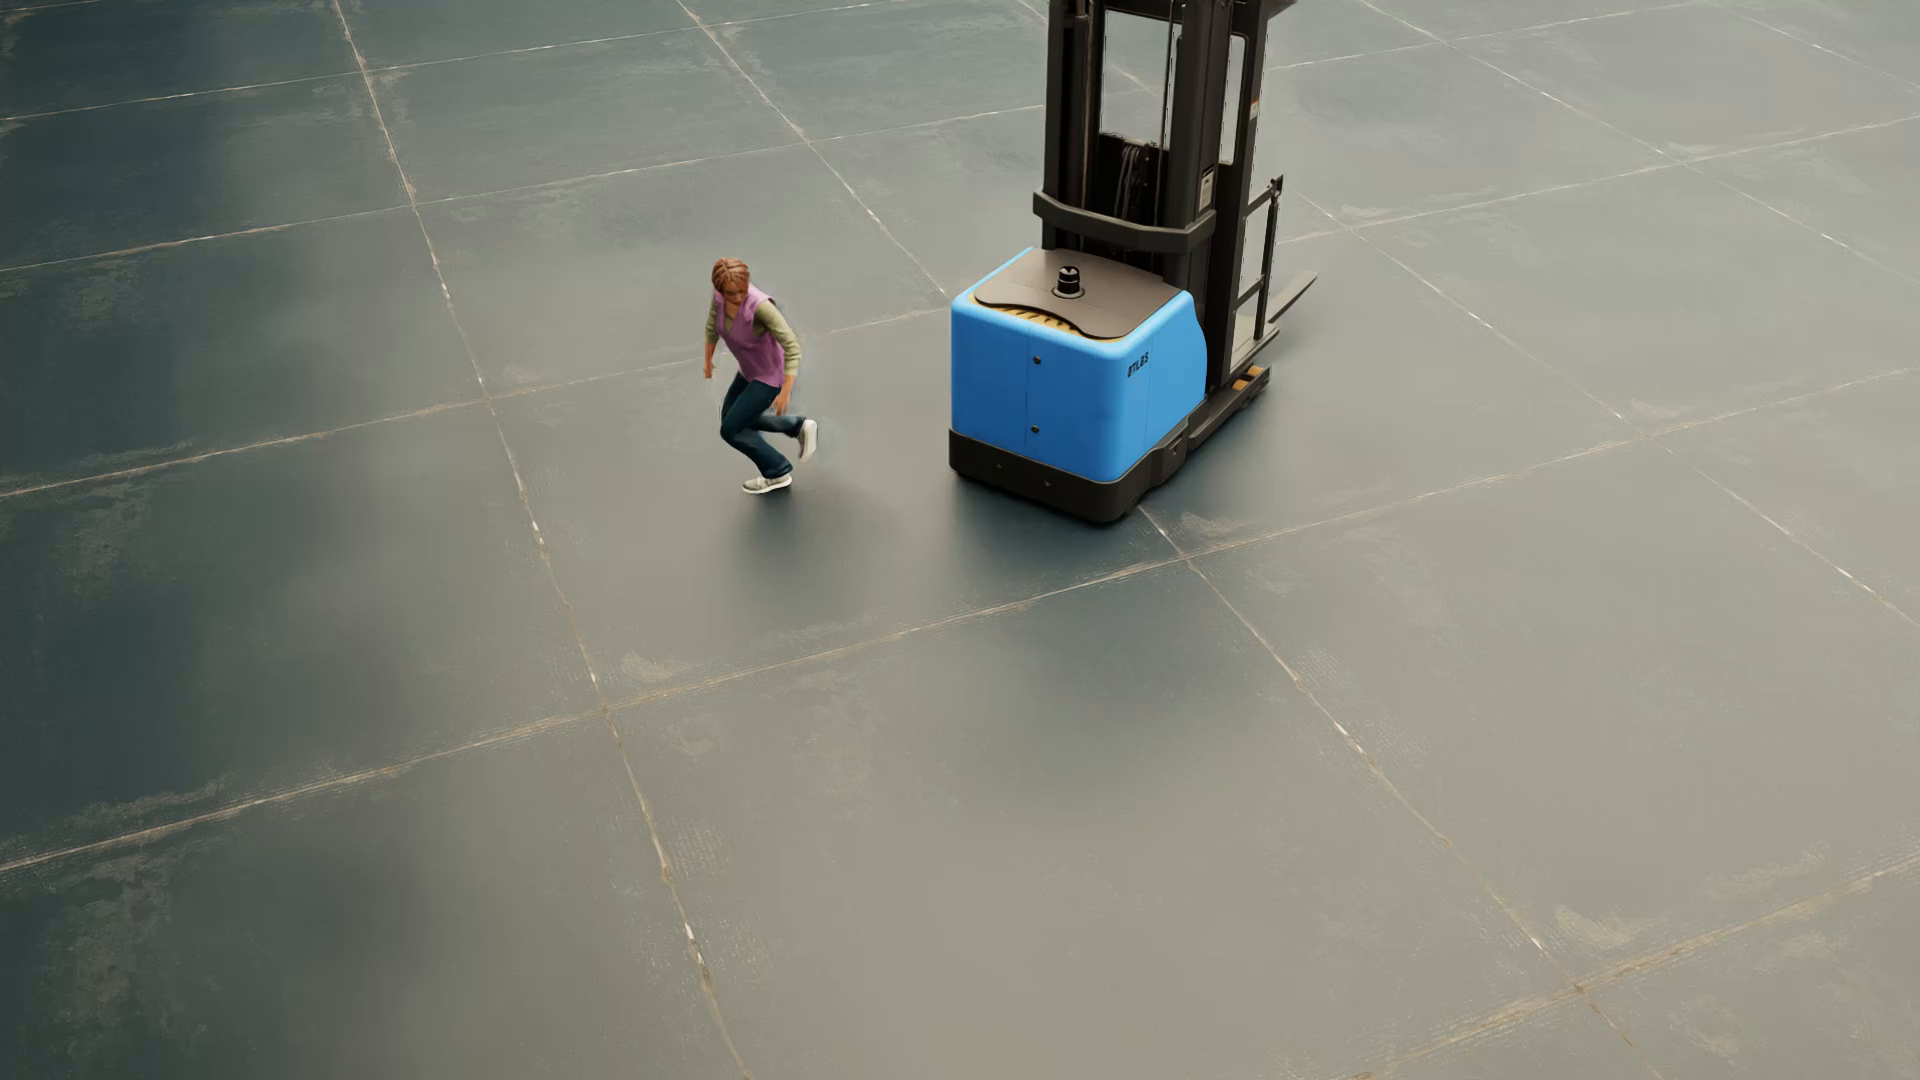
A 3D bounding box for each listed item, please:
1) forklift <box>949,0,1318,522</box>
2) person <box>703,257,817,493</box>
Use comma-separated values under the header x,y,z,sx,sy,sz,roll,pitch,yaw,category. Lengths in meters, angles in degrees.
x,y,z,sx,sy,sz,roll,pitch,yaw,category
1.174,-2.103,9.056,1.130,2.935,3.031,21,41,27,forklift
-1.024,-0.892,8.708,0.583,1.394,0.692,-19,40,-25,person
